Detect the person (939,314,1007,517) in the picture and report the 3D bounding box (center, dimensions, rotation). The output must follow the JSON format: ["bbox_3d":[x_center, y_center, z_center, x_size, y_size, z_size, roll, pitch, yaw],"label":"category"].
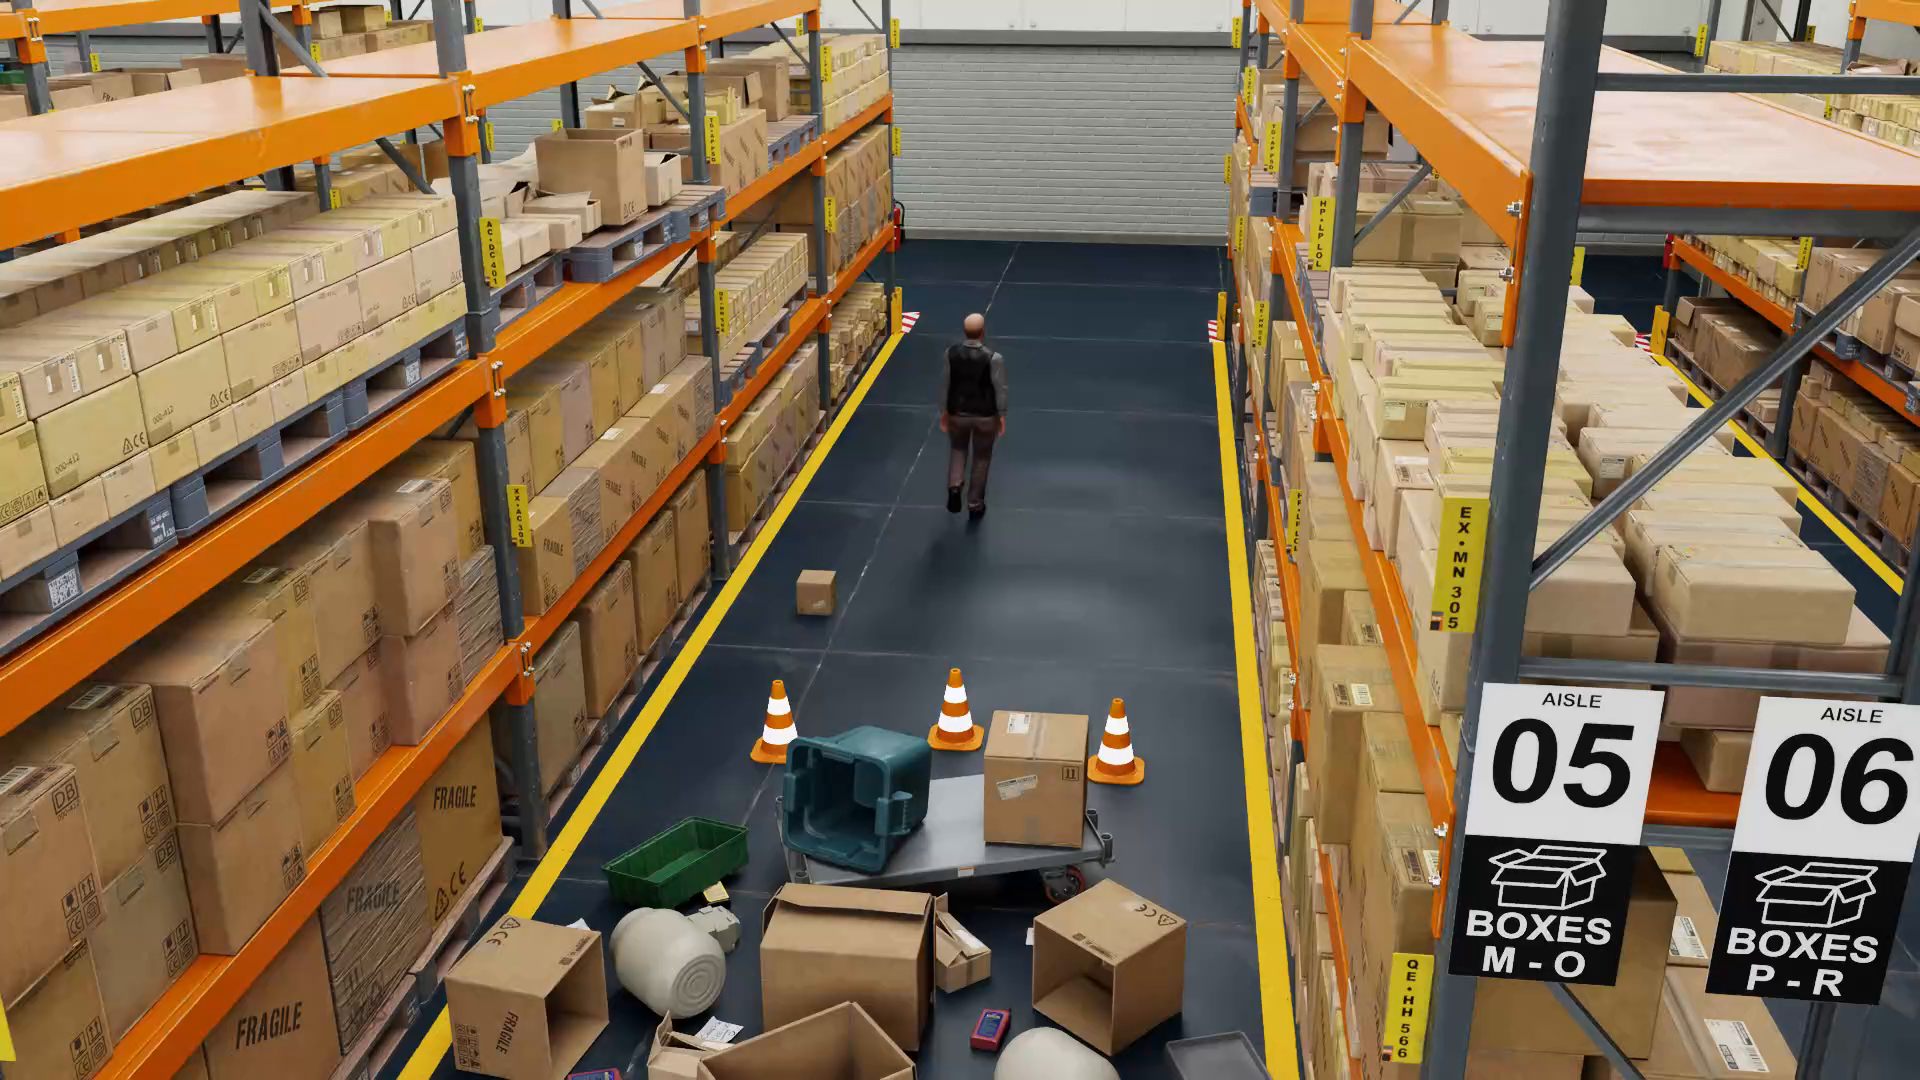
[{"bbox_3d":[0.114,-1.020,13.695,0.570,1.714,0.492,6,22,14],"label":"person"}]
